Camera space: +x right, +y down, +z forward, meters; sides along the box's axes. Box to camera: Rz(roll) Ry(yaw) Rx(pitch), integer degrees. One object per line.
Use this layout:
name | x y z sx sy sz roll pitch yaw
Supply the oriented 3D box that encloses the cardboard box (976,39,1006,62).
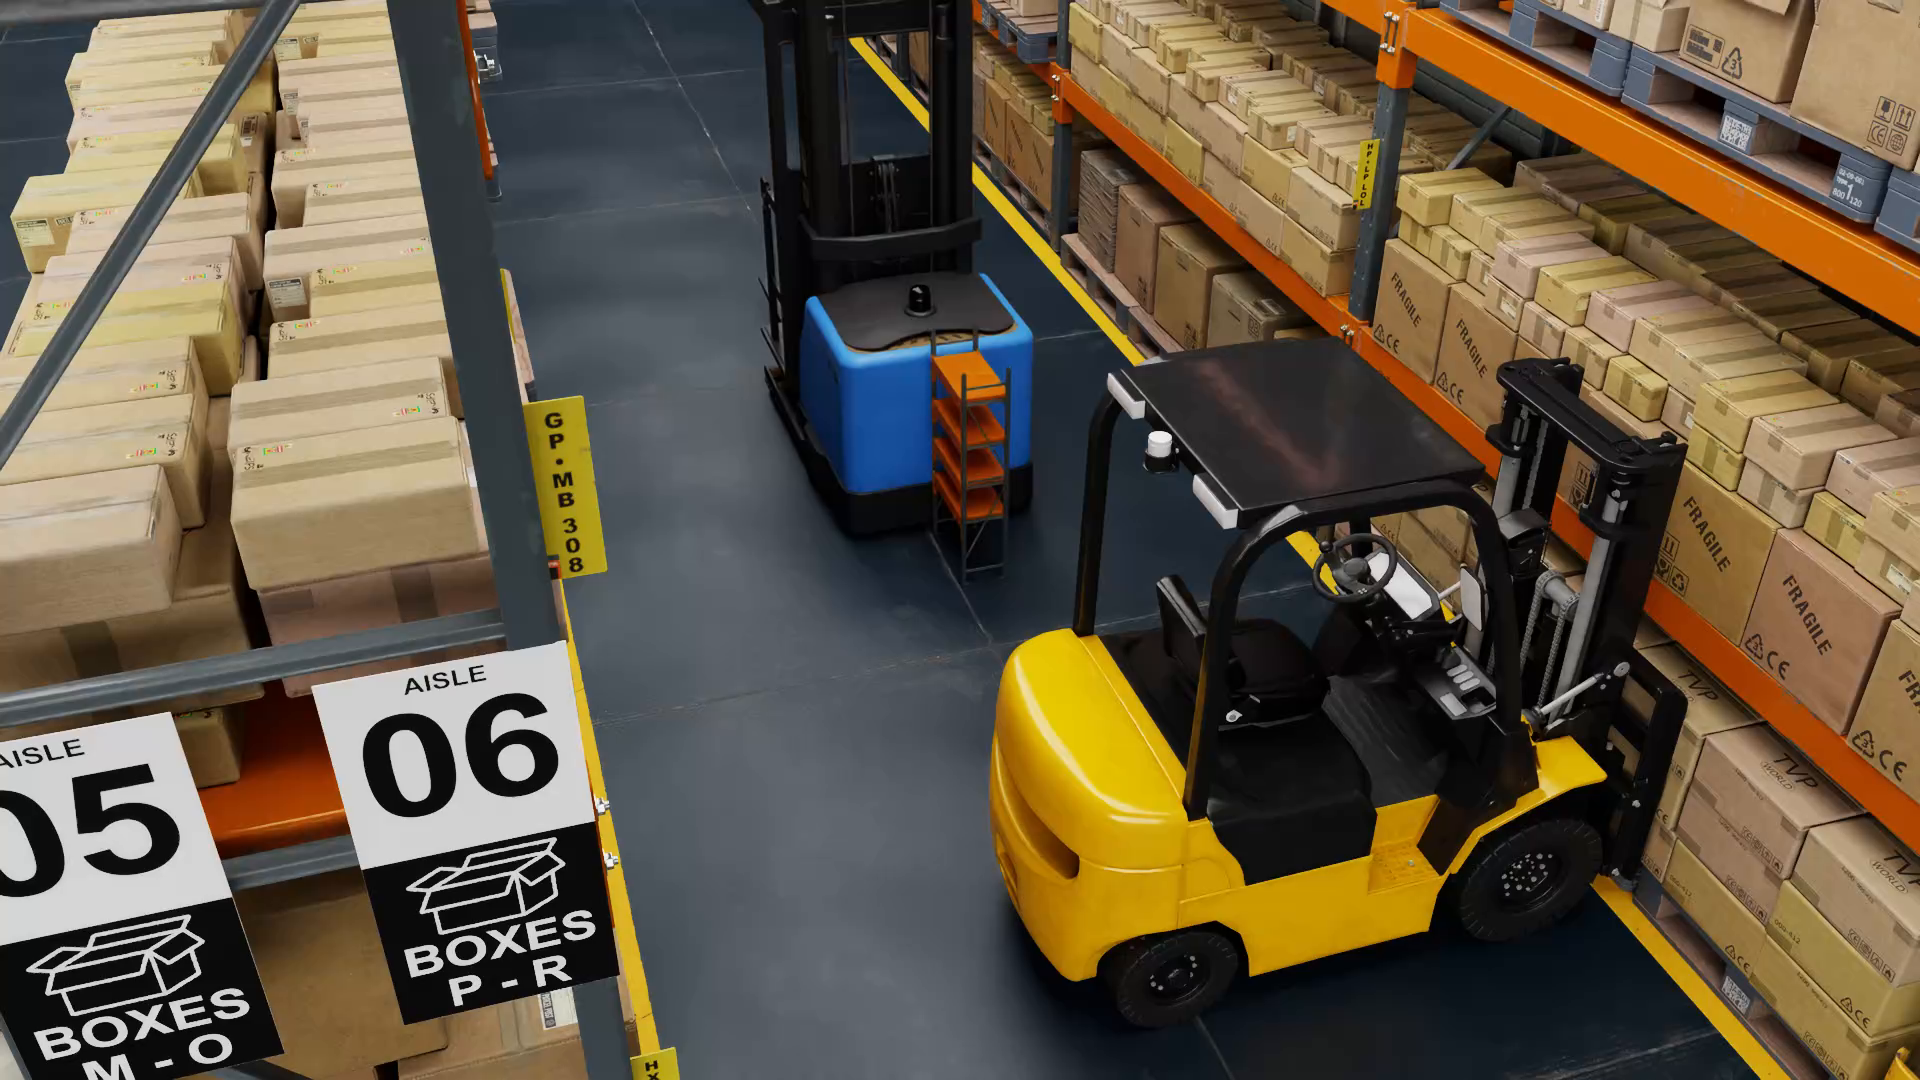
cardboard box | 0.346 -3.865 13.176 0.380 0.149 0.250 -10 35 -15

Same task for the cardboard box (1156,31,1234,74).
cardboard box | 1.362 -2.826 9.628 0.380 0.149 0.250 -9 35 -14

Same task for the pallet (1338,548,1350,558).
pallet | 2.565 0.281 8.133 1.003 0.211 1.213 -10 35 -15

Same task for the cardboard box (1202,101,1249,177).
cardboard box | 1.655 -2.206 9.050 0.500 0.250 0.500 -9 35 -14

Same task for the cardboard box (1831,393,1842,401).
cardboard box | 3.280 -0.549 6.181 0.380 0.149 0.250 -10 35 -15

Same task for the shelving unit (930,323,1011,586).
shelving unit | 0.049 -0.418 8.294 0.258 1.200 0.503 -10 35 -15

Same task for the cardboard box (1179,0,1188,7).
cardboard box | 1.620 -3.464 10.592 0.380 0.149 0.250 -9 35 -13

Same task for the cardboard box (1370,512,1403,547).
cardboard box | 2.216 -0.237 8.048 0.500 0.250 0.500 -10 35 -15

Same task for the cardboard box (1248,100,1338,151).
cardboard box | 1.719 -2.147 8.599 0.380 0.149 0.250 -11 35 -16

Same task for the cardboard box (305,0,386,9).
cardboard box | -1.907 -1.696 5.380 0.380 0.149 0.250 -11 35 -16

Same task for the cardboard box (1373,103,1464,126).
cardboard box | 2.352 -2.121 8.559 0.380 0.149 0.250 -10 35 -15

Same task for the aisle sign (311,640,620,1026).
aisle sign | -0.830 0.526 2.875 0.394 0.787 0.004 -10 35 -15

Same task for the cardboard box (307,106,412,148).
cardboard box | -1.496 -1.022 4.359 0.380 0.149 0.250 -10 35 -14

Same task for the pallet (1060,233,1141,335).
pallet | 1.356 -1.805 11.290 1.003 0.211 1.213 -10 35 -15

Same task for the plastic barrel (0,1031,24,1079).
plastic barrel | -3.216 1.875 5.528 0.512 0.421 0.421 13 36 18

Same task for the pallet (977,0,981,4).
pallet | 0.544 -4.347 12.782 1.003 0.211 1.213 -10 35 -15

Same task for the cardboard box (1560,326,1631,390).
cardboard box | 2.572 -0.731 6.456 0.380 0.149 0.250 -11 35 -16

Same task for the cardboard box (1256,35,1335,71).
cardboard box | 1.920 -2.780 9.557 0.380 0.149 0.250 -9 35 -13

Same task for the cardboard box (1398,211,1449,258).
cardboard box | 2.209 -1.408 7.480 0.380 0.149 0.250 -11 35 -15

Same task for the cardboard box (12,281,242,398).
cardboard box | -1.694 -0.392 3.406 0.380 0.149 0.250 -10 35 -14

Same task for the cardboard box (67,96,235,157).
cardboard box | -2.129 -1.055 4.409 0.380 0.149 0.250 -11 35 -15

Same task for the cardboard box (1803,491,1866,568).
cardboard box | 3.018 -0.062 5.443 0.380 0.149 0.250 -10 35 -15

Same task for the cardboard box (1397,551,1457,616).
cardboard box | 2.364 0.239 7.781 0.500 0.250 0.500 -11 35 -16

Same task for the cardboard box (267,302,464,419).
cardboard box | -1.168 -0.341 3.330 0.380 0.149 0.250 -10 35 -15

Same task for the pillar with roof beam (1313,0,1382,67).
pillar with roof beam | -1.702 -4.653 7.629 9.100 9.000 0.400 -10 35 -15

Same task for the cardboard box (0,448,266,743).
cardboard box | -1.557 0.094 3.033 0.500 0.250 0.500 -10 35 -15

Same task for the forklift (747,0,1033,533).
forklift | -0.547 -2.065 9.217 1.130 2.935 3.031 -10 35 -15

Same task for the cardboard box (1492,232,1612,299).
cardboard box | 2.410 -1.119 6.774 0.380 0.149 0.250 -9 35 -14

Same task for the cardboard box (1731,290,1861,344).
cardboard box | 3.155 -0.810 6.307 0.380 0.149 0.250 -9 35 -13

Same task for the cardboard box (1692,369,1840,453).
cardboard box | 2.787 -0.449 5.760 0.380 0.149 0.250 -9 35 -14

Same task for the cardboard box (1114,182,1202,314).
cardboard box | 1.526 -1.920 10.708 0.875 0.625 0.625 -9 34 -13

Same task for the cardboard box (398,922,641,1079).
cardboard box | -1.024 1.169 3.900 0.500 0.500 0.500 -11 35 -15

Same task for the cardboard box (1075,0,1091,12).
cardboard box | 0.959 -3.502 10.650 0.380 0.149 0.250 -9 35 -13

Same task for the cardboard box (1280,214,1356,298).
cardboard box | 1.959 -1.465 8.382 0.500 0.250 0.500 -9 35 -14

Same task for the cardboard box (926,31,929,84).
cardboard box | 0.027 -4.070 14.074 0.500 0.500 0.500 -10 35 -15

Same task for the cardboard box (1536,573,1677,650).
cardboard box | 2.672 0.361 6.689 0.500 0.250 0.500 -11 35 -16

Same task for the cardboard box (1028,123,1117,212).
cardboard box | 0.808 -2.725 12.040 0.500 0.500 0.500 -9 35 -13

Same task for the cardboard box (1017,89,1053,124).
cardboard box | 0.637 -3.165 12.116 0.380 0.149 0.250 -12 35 -17

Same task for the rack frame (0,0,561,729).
rack frame | -1.144 -0.873 1.908 1.000 3.000 0.127 -10 35 -15

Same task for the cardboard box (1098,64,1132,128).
cardboard box | 1.193 -2.805 10.411 0.500 0.250 0.500 -11 35 -16

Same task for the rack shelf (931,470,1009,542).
rack shelf | 0.049 -0.196 8.441 0.258 0.148 0.480 -10 35 -15

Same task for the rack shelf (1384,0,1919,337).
rack shelf | 2.972 -1.208 5.789 1.077 0.370 4.000 -10 35 -15

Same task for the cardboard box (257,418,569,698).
cardboard box | -1.044 0.008 3.162 0.500 0.250 0.500 -11 35 -16

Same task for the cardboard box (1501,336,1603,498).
cardboard box | 2.579 -0.535 6.749 0.500 0.500 0.500 -10 35 -15

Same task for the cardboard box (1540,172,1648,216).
cardboard box | 2.784 -1.488 7.332 0.380 0.149 0.250 -11 35 -16

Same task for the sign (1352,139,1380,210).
sign | 1.848 -1.660 7.564 0.100 0.325 0.005 -10 35 -15

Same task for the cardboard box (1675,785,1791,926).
cardboard box | 2.993 1.089 6.041 0.500 0.250 0.500 -10 35 -15

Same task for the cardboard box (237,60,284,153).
cardboard box | -2.324 -1.237 5.046 0.500 0.250 0.500 -10 35 -15

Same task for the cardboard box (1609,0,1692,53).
cardboard box | 2.526 -1.889 5.817 0.396 0.266 0.258 -11 35 -16
